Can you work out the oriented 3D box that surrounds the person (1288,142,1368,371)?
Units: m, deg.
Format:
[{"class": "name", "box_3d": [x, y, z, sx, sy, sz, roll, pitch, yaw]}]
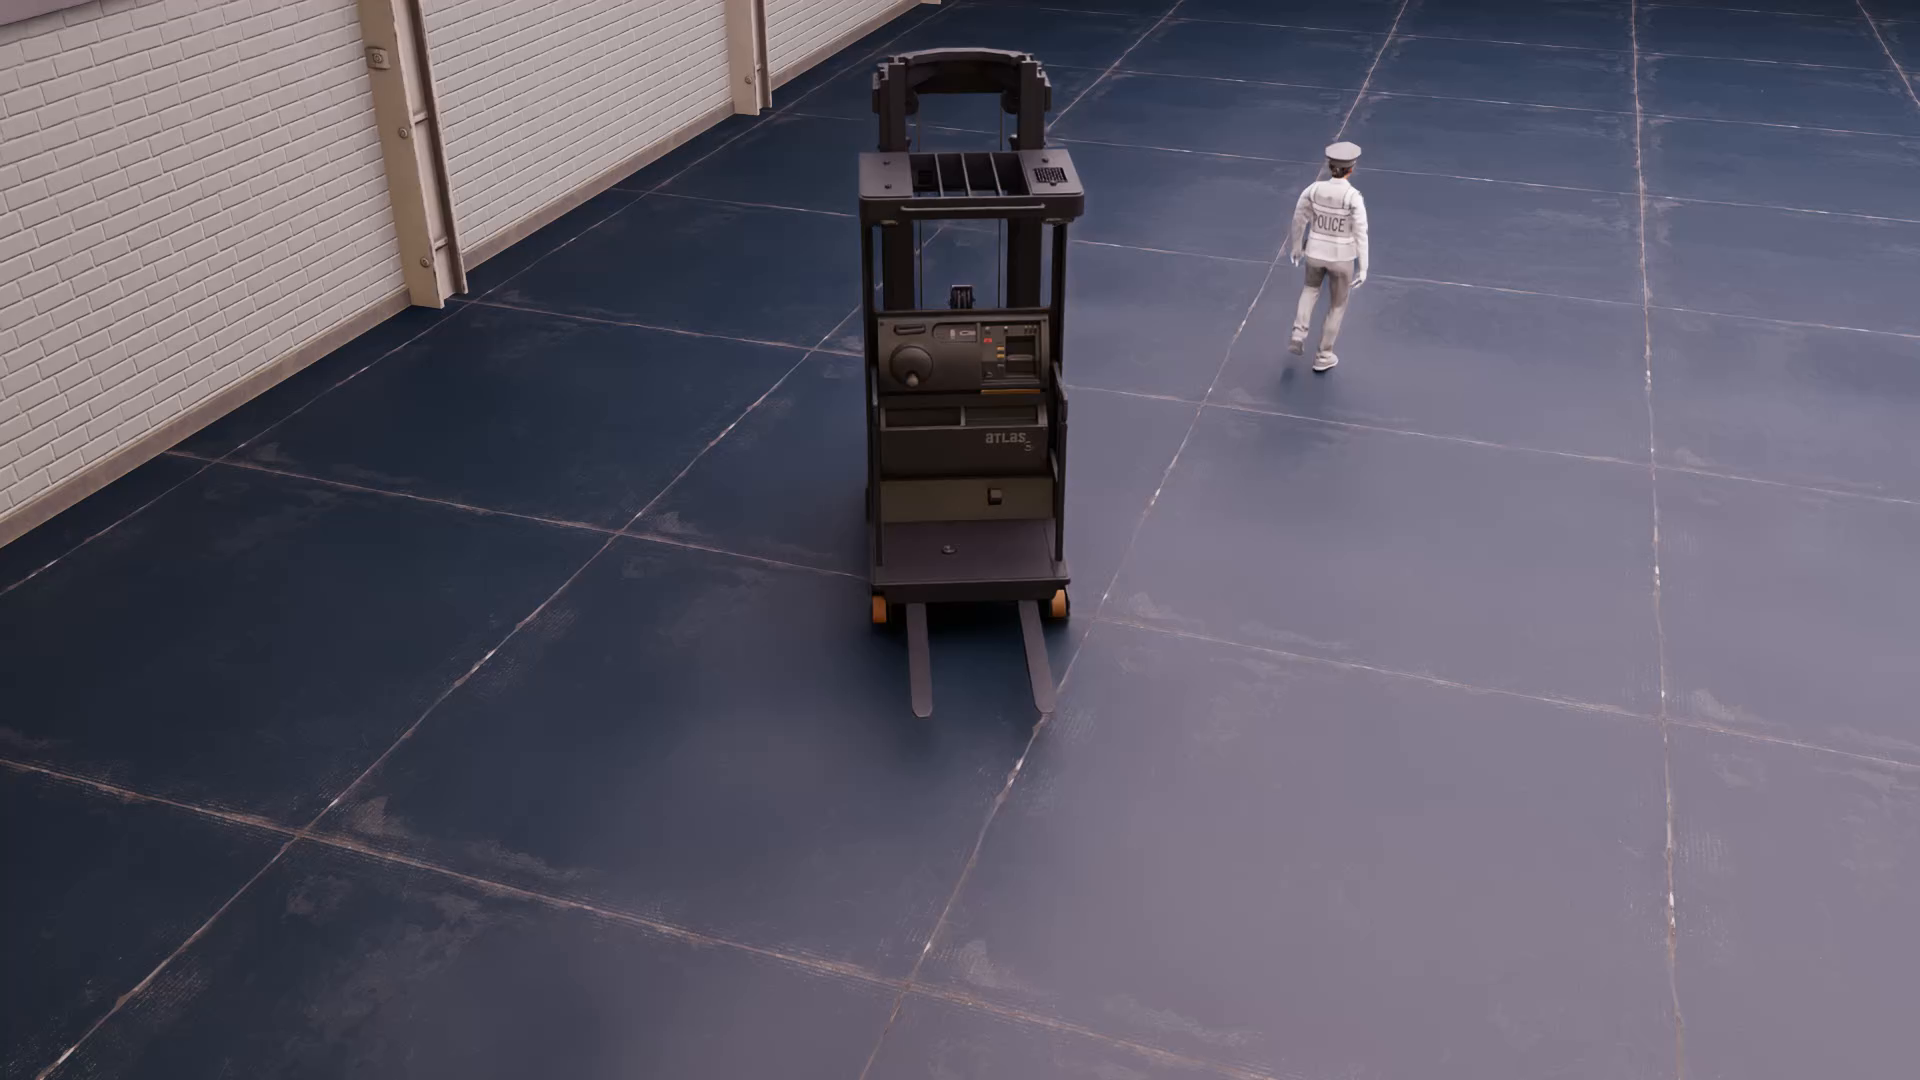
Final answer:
[{"class": "person", "box_3d": [2.682, -2.051, 12.030, 0.624, 1.652, 0.429, 17, 34, 27]}]

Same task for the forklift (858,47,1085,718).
[{"class": "forklift", "box_3d": [0.035, -0.972, 8.842, 1.130, 2.935, 3.031, -2, 30, -3]}]
